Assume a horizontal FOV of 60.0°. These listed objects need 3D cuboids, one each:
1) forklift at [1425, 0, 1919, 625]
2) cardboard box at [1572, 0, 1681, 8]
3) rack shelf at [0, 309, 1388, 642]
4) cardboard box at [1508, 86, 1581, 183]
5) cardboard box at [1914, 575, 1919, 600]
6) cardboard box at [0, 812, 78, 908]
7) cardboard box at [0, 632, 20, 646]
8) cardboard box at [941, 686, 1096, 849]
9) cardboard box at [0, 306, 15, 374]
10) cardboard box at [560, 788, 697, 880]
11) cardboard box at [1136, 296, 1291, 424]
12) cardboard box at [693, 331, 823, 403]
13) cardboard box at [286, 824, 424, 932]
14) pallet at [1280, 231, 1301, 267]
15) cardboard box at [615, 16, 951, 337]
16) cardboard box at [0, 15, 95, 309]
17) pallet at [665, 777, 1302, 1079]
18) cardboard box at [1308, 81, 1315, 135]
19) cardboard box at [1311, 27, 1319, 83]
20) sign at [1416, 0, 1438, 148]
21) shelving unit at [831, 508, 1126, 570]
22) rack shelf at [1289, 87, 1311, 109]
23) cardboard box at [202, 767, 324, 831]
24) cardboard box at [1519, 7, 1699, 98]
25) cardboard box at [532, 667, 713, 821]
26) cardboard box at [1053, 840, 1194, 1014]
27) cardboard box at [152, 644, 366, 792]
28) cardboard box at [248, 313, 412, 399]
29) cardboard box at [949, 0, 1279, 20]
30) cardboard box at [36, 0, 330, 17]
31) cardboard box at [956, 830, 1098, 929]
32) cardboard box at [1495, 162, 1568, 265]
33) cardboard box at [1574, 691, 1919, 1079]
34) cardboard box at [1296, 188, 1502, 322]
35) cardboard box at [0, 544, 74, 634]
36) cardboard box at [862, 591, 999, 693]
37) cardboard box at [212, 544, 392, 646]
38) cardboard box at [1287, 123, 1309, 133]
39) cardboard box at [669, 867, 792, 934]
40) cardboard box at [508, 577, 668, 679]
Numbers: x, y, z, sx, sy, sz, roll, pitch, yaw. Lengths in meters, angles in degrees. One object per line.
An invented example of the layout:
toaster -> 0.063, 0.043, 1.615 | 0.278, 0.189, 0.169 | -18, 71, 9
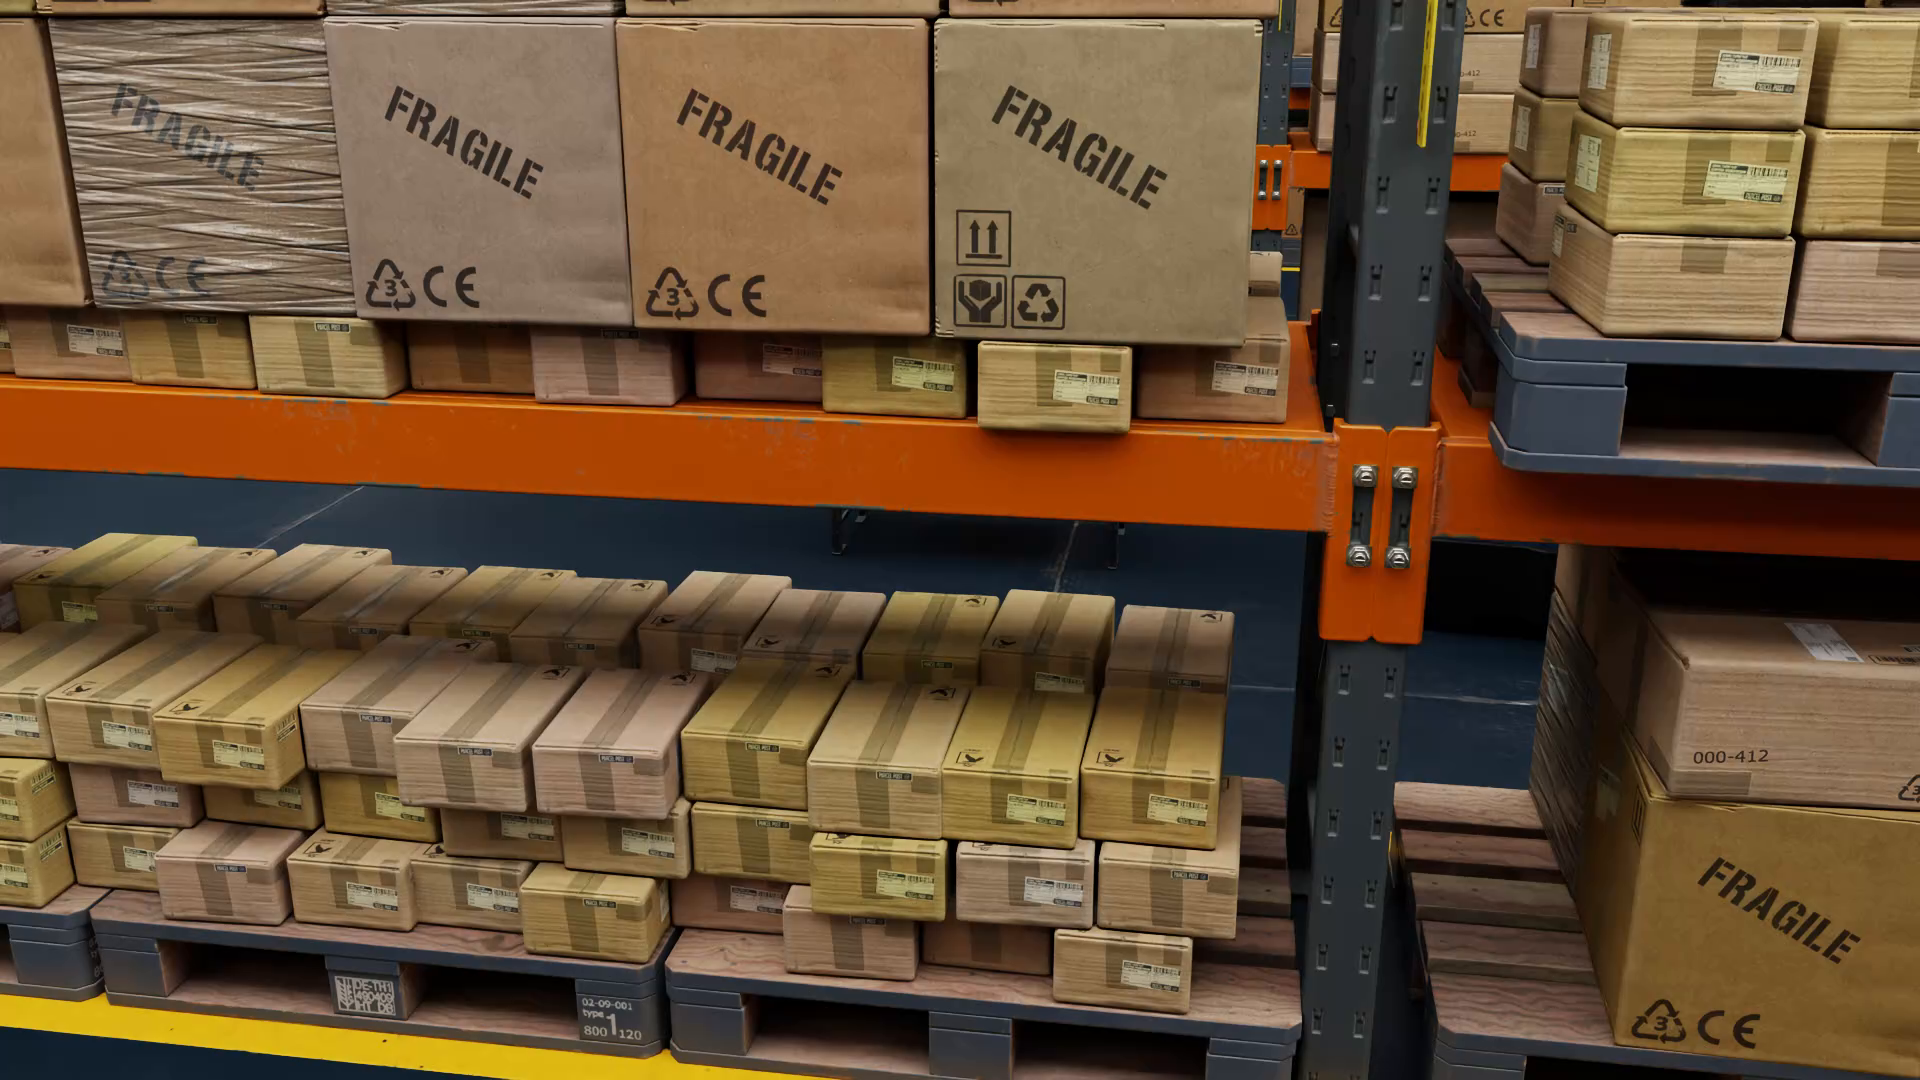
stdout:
forklift -> 2.968, -1.147, 5.113 | 3.031, 2.935, 1.130 | 5, 19, 14
cardboard box -> 2.844, -2.428, 7.099 | 0.500, 0.500, 0.500 | 2, 19, 7
rack shelf -> -1.206, -0.265, 3.502 | 4.000, 0.370, 1.077 | 3, 19, 9
cardboard box -> 1.192, -0.769, 3.138 | 0.250, 0.149, 0.380 | 3, 19, 10
cardboard box -> 1.982, 0.271, 2.862 | 0.500, 0.250, 0.500 | 3, 19, 10
cardboard box -> -1.962, 0.618, 3.561 | 0.250, 0.149, 0.380 | 3, 19, 9
cardboard box -> -2.198, 0.325, 3.497 | 0.250, 0.149, 0.380 | 3, 19, 9
cardboard box -> 0.117, 0.428, 3.190 | 0.250, 0.149, 0.380 | 3, 19, 9
cardboard box -> -1.857, -0.447, 3.309 | 0.250, 0.149, 0.380 | 3, 19, 8
cardboard box -> -0.617, 0.522, 3.378 | 0.250, 0.149, 0.380 | 3, 19, 10
cardboard box -> 0.449, -0.328, 2.951 | 0.250, 0.149, 0.380 | 3, 19, 8
cardboard box -> -0.321, -0.373, 3.087 | 0.250, 0.149, 0.380 | 2, 19, 7
cardboard box -> -1.185, 0.646, 3.476 | 0.250, 0.149, 0.380 | 3, 19, 9
pallet -> 3.046, -2.265, 12.741 | 1.213, 0.211, 1.003 | 3, 19, 9
cardboard box -> -0.267, -0.657, 2.912 | 0.500, 0.500, 0.500 | 2, 19, 7
cardboard box -> -1.768, -0.739, 3.157 | 0.500, 0.500, 0.500 | 3, 19, 9
pallet -> 0.099, 0.794, 3.598 | 1.213, 0.211, 1.003 | 3, 19, 9
cardboard box -> 1.936, -2.047, 7.930 | 0.500, 0.250, 0.500 | 2, 19, 7
cardboard box -> 1.927, -2.282, 7.843 | 0.500, 0.250, 0.500 | 3, 19, 9
sign -> 0.690, -0.746, 2.441 | 0.005, 0.325, 0.100 | 3, 19, 9
shelving unit -> 0.084, -0.707, 6.052 | 1.048, 1.500, 0.538 | 3, 19, 9
rack shelf -> 4.212, -3.175, 12.199 | 4.000, 0.370, 1.077 | 3, 19, 9
cardboard box -> -1.400, 0.459, 3.567 | 0.250, 0.149, 0.380 | 4, 19, 11
cardboard box -> 1.195, -0.909, 3.088 | 0.250, 0.149, 0.380 | 4, 19, 11
cardboard box -> -0.656, 0.396, 3.287 | 0.250, 0.149, 0.380 | 2, 19, 6
cardboard box -> 0.327, 0.734, 3.213 | 0.250, 0.149, 0.380 | 3, 19, 9
cardboard box -> -1.415, 0.357, 3.404 | 0.250, 0.149, 0.380 | 3, 19, 9
cardboard box -> -1.106, -0.384, 3.119 | 0.250, 0.149, 0.380 | 3, 19, 10
cardboard box -> 0.261, -1.107, 2.683 | 0.500, 0.500, 0.500 | 2, 19, 7
cardboard box -> -1.267, -1.183, 2.909 | 0.500, 0.500, 0.500 | 2, 19, 7
cardboard box -> 0.138, 0.580, 3.204 | 0.250, 0.149, 0.380 | 2, 19, 6
cardboard box -> 1.192, -0.628, 3.186 | 0.250, 0.149, 0.380 | 2, 19, 7
cardboard box -> 1.456, 0.601, 3.058 | 0.500, 0.500, 0.500 | 4, 19, 11
cardboard box -> 2.078, -1.247, 7.989 | 0.875, 0.875, 0.875 | 4, 19, 10
cardboard box -> -2.379, 0.142, 4.046 | 0.250, 0.149, 0.380 | 3, 19, 10
cardboard box -> -0.059, 0.253, 3.713 | 0.250, 0.149, 0.380 | 3, 19, 8
cardboard box -> -1.584, 0.144, 4.040 | 0.250, 0.149, 0.380 | 4, 19, 11
cardboard box -> 2.559, -2.997, 12.319 | 0.250, 0.149, 0.380 | 3, 19, 8
cardboard box -> -0.428, 0.650, 3.463 | 0.250, 0.149, 0.380 | 2, 19, 7
cardboard box -> -0.841, 0.221, 3.809 | 0.250, 0.149, 0.380 | 2, 19, 6
